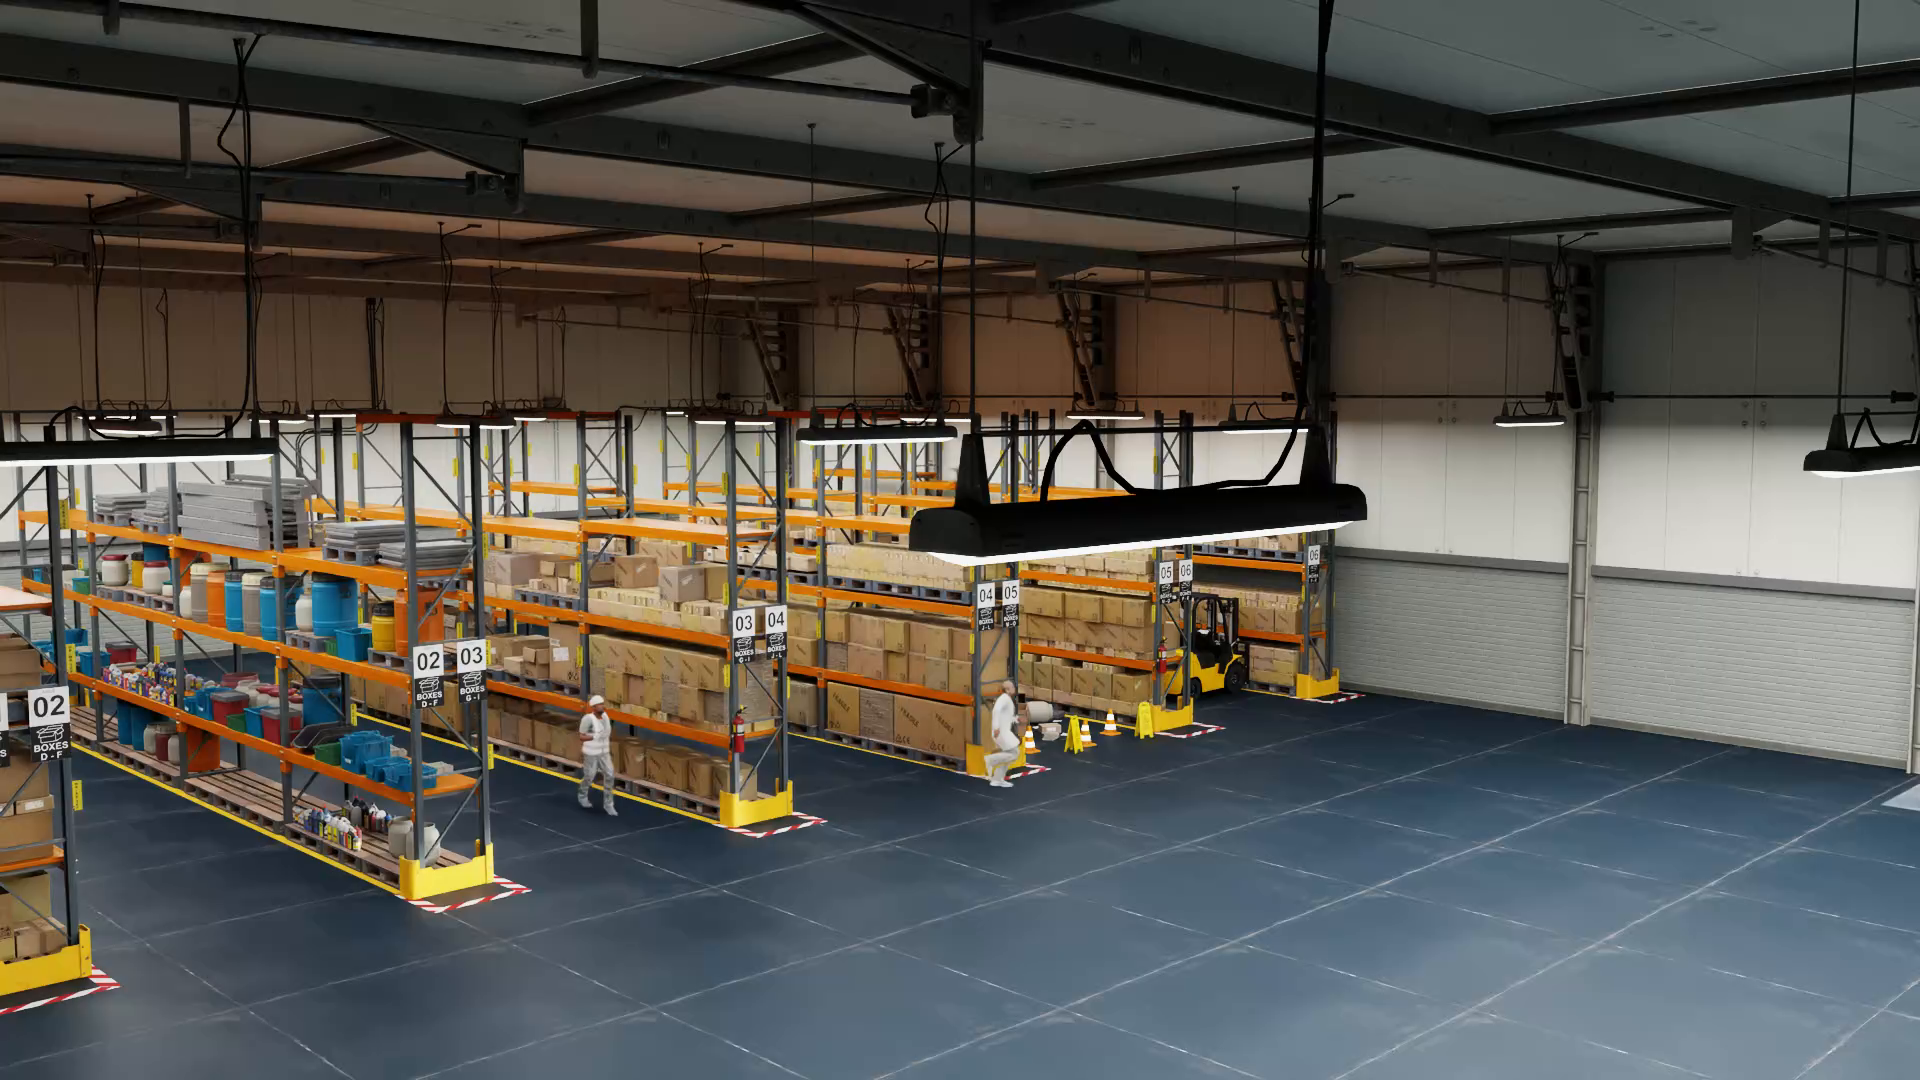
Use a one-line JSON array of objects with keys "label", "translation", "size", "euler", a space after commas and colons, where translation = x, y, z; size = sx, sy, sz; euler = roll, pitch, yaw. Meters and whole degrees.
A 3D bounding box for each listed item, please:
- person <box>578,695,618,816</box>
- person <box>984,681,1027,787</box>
[{"label": "person", "translation": [-5.541, 3.264, 25.180], "size": [0.796, 1.847, 0.646], "euler": [4, 6, 38]}, {"label": "person", "translation": [0.776, 3.145, 26.926], "size": [0.648, 1.729, 0.754], "euler": [0, 5, -1]}]
